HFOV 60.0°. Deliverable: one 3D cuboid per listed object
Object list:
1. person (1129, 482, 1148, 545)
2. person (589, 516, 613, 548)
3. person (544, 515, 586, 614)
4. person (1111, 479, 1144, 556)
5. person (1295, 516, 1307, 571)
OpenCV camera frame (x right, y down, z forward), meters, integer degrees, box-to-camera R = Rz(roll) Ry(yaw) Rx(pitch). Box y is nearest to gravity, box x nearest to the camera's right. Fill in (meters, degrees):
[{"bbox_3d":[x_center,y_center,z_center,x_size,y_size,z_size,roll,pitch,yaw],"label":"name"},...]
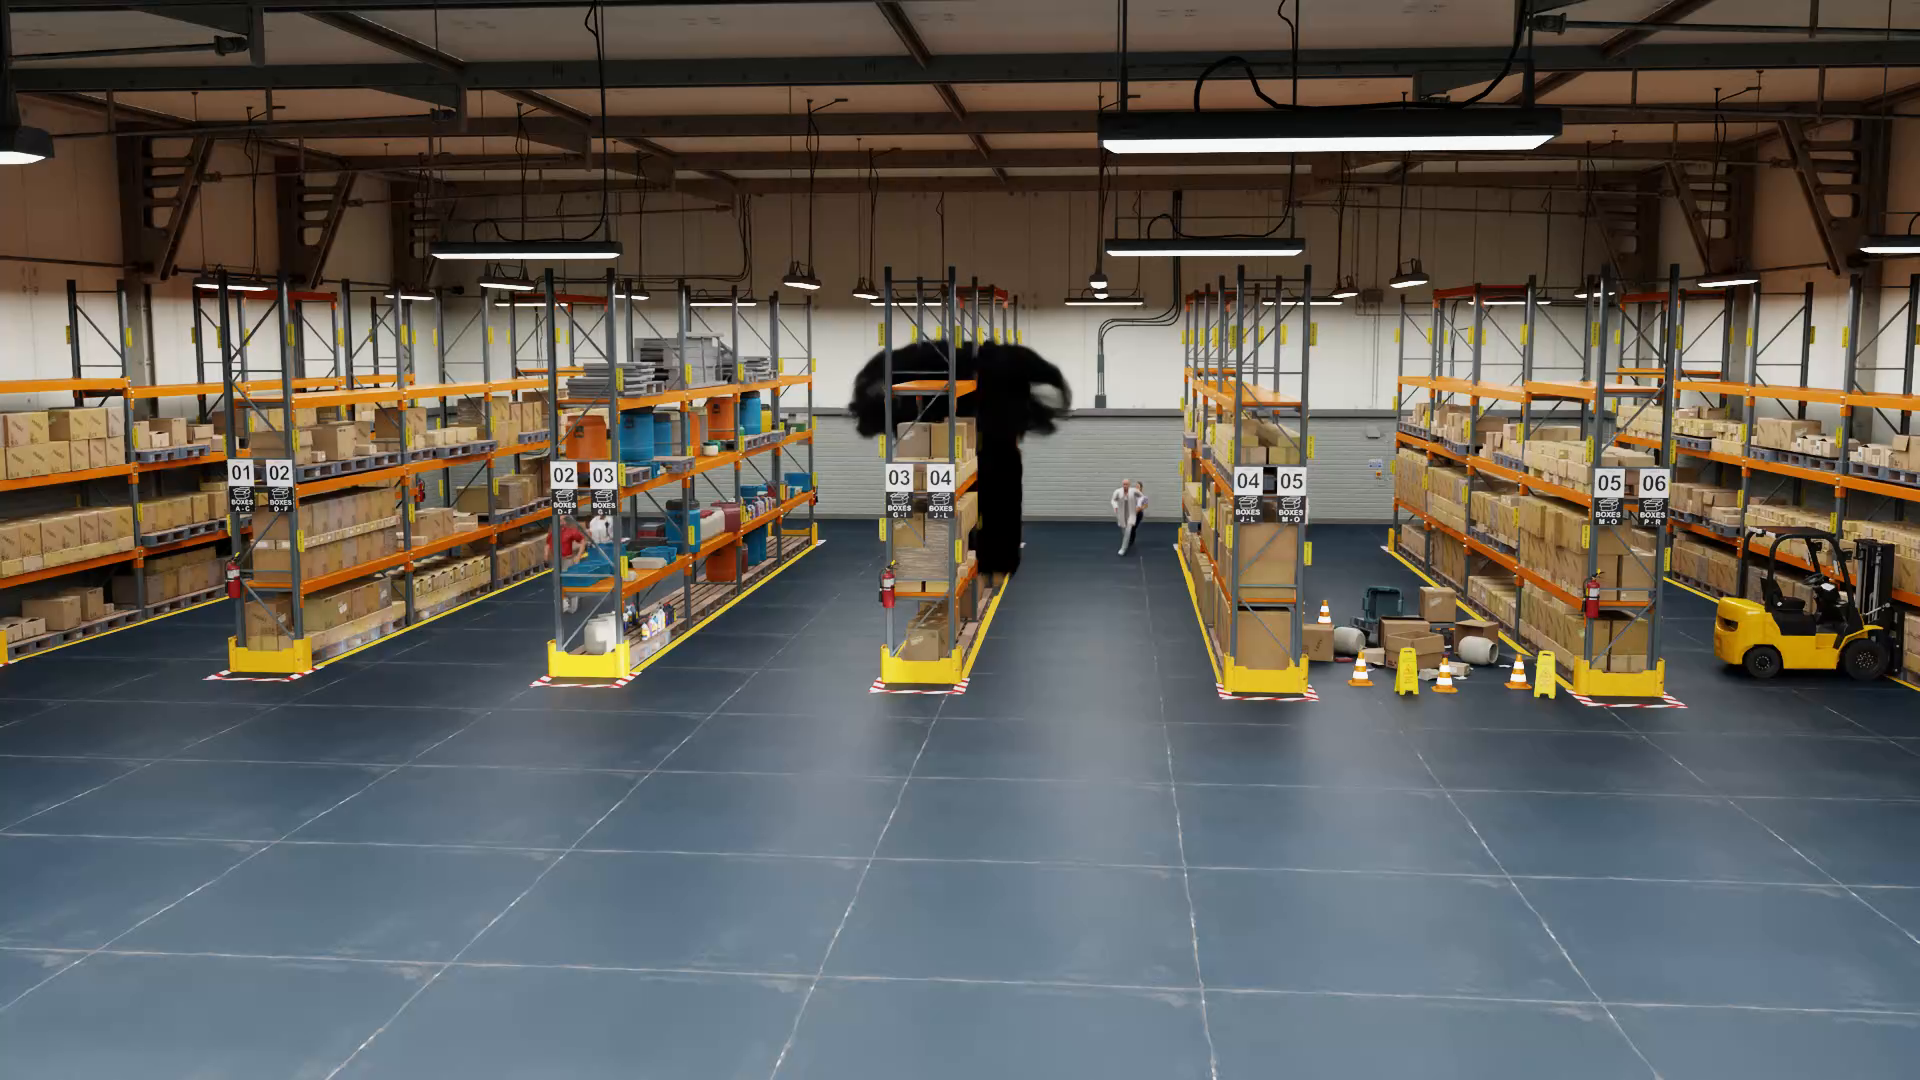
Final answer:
[{"bbox_3d":[4.169,-0.632,40.038,0.753,1.564,0.565,6,9,38],"label":"person"},{"bbox_3d":[-6.642,0.152,30.981,0.595,1.642,0.514,1,7,5],"label":"person"},{"bbox_3d":[-6.834,0.426,28.551,0.707,1.737,0.570,2,7,18],"label":"person"},{"bbox_3d":[3.890,-0.565,38.678,0.742,1.742,1.149,1,7,11],"label":"person"},{"bbox_3d":[6.881,-0.075,34.658,0.688,1.714,0.641,0,7,3],"label":"person"}]
